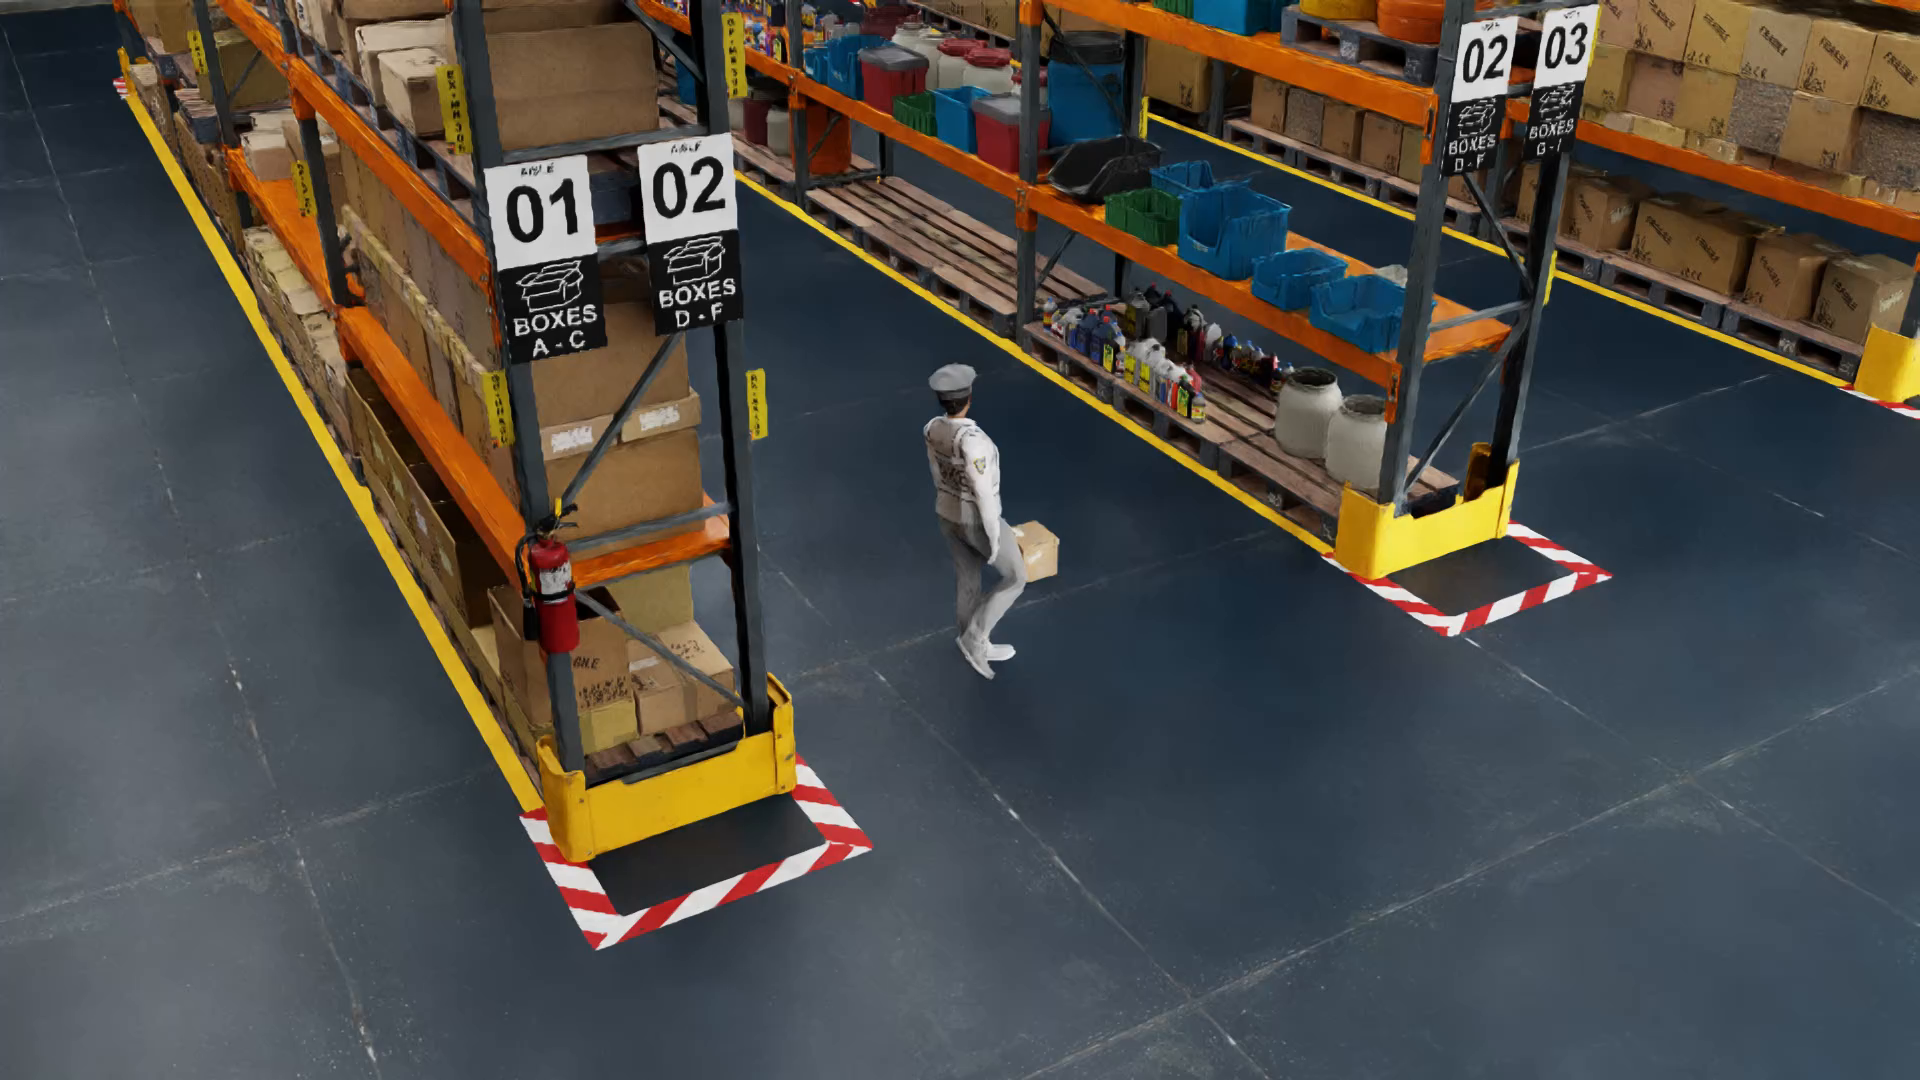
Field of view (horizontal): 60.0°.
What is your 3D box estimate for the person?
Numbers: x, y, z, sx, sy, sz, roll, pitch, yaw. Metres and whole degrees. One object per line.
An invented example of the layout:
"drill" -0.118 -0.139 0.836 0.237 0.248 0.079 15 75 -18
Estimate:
"person" 0.071 -0.080 8.682 0.424 1.665 0.607 -20 35 -32
